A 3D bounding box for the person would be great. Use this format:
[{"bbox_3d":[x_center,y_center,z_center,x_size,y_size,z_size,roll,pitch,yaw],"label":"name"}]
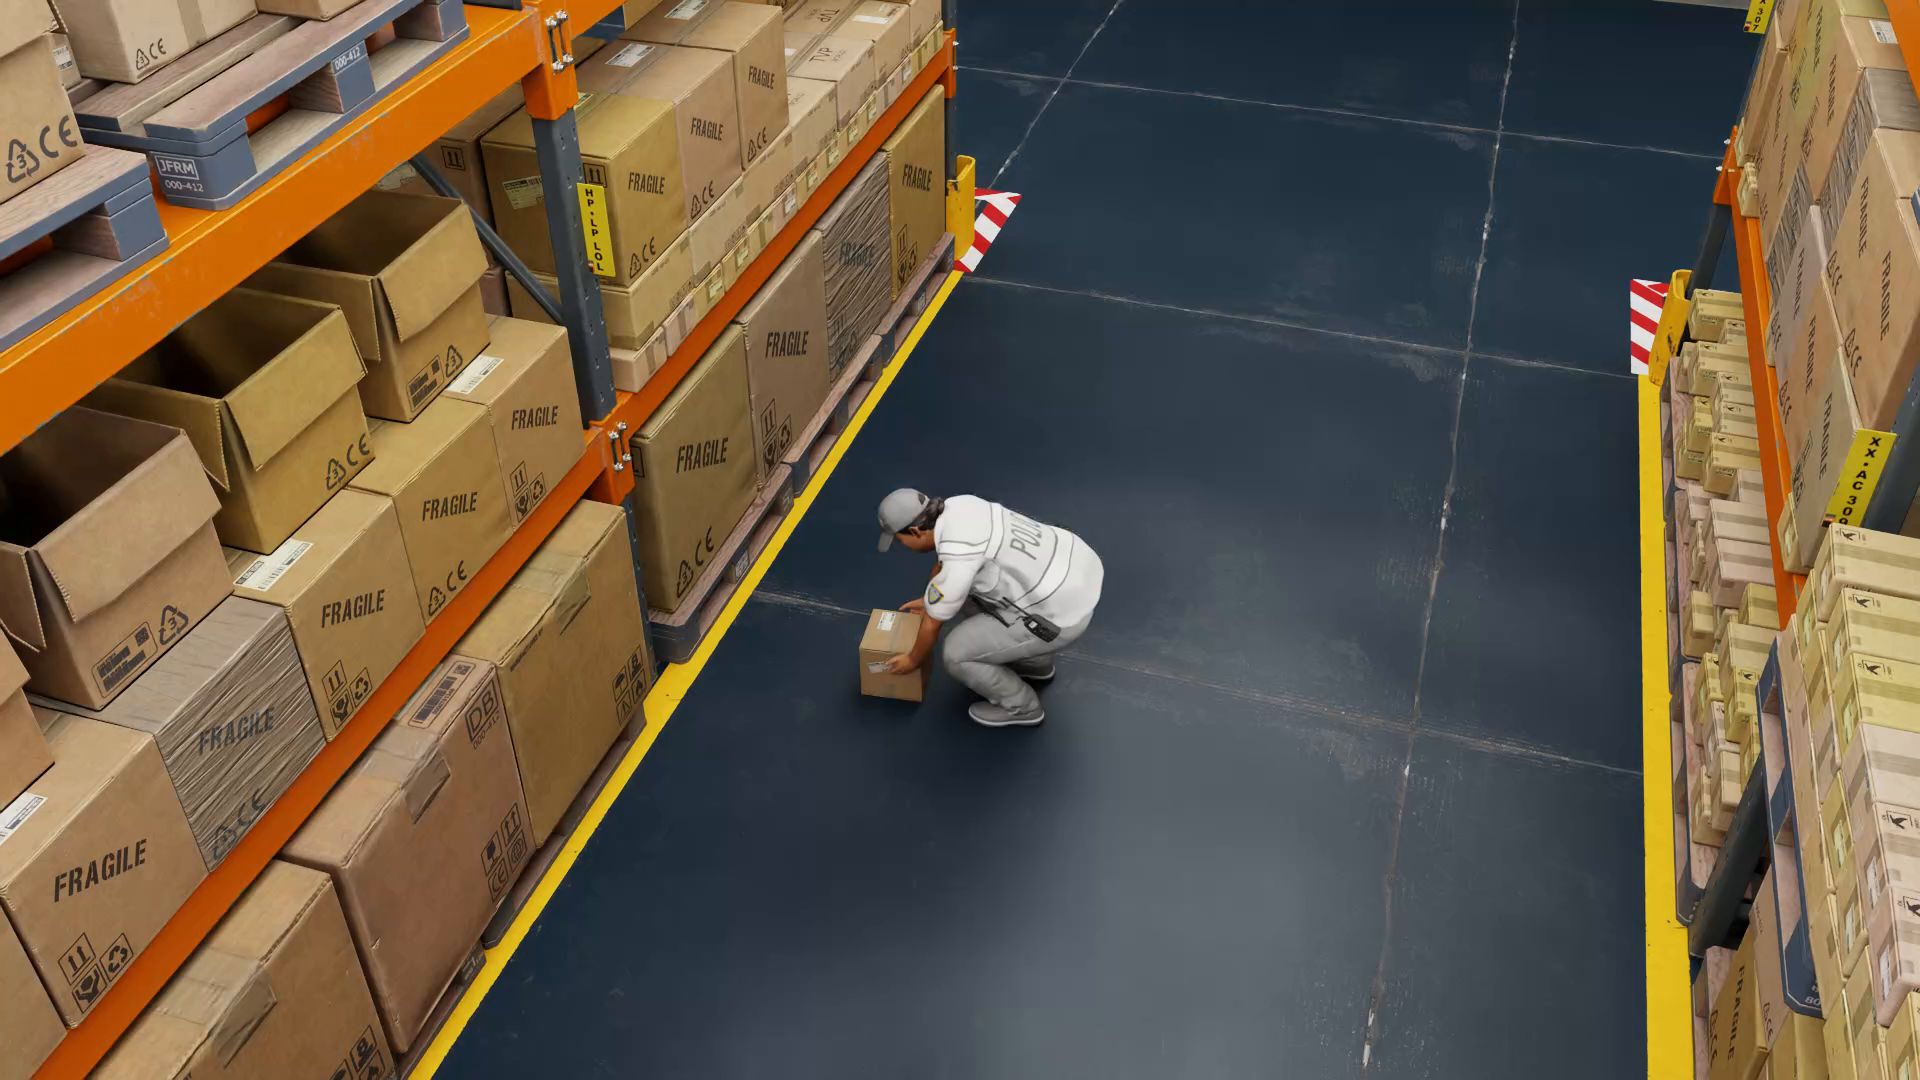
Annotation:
[{"bbox_3d":[0.116,0.233,6.403,0.846,0.992,0.526,6,38,8],"label":"person"}]
